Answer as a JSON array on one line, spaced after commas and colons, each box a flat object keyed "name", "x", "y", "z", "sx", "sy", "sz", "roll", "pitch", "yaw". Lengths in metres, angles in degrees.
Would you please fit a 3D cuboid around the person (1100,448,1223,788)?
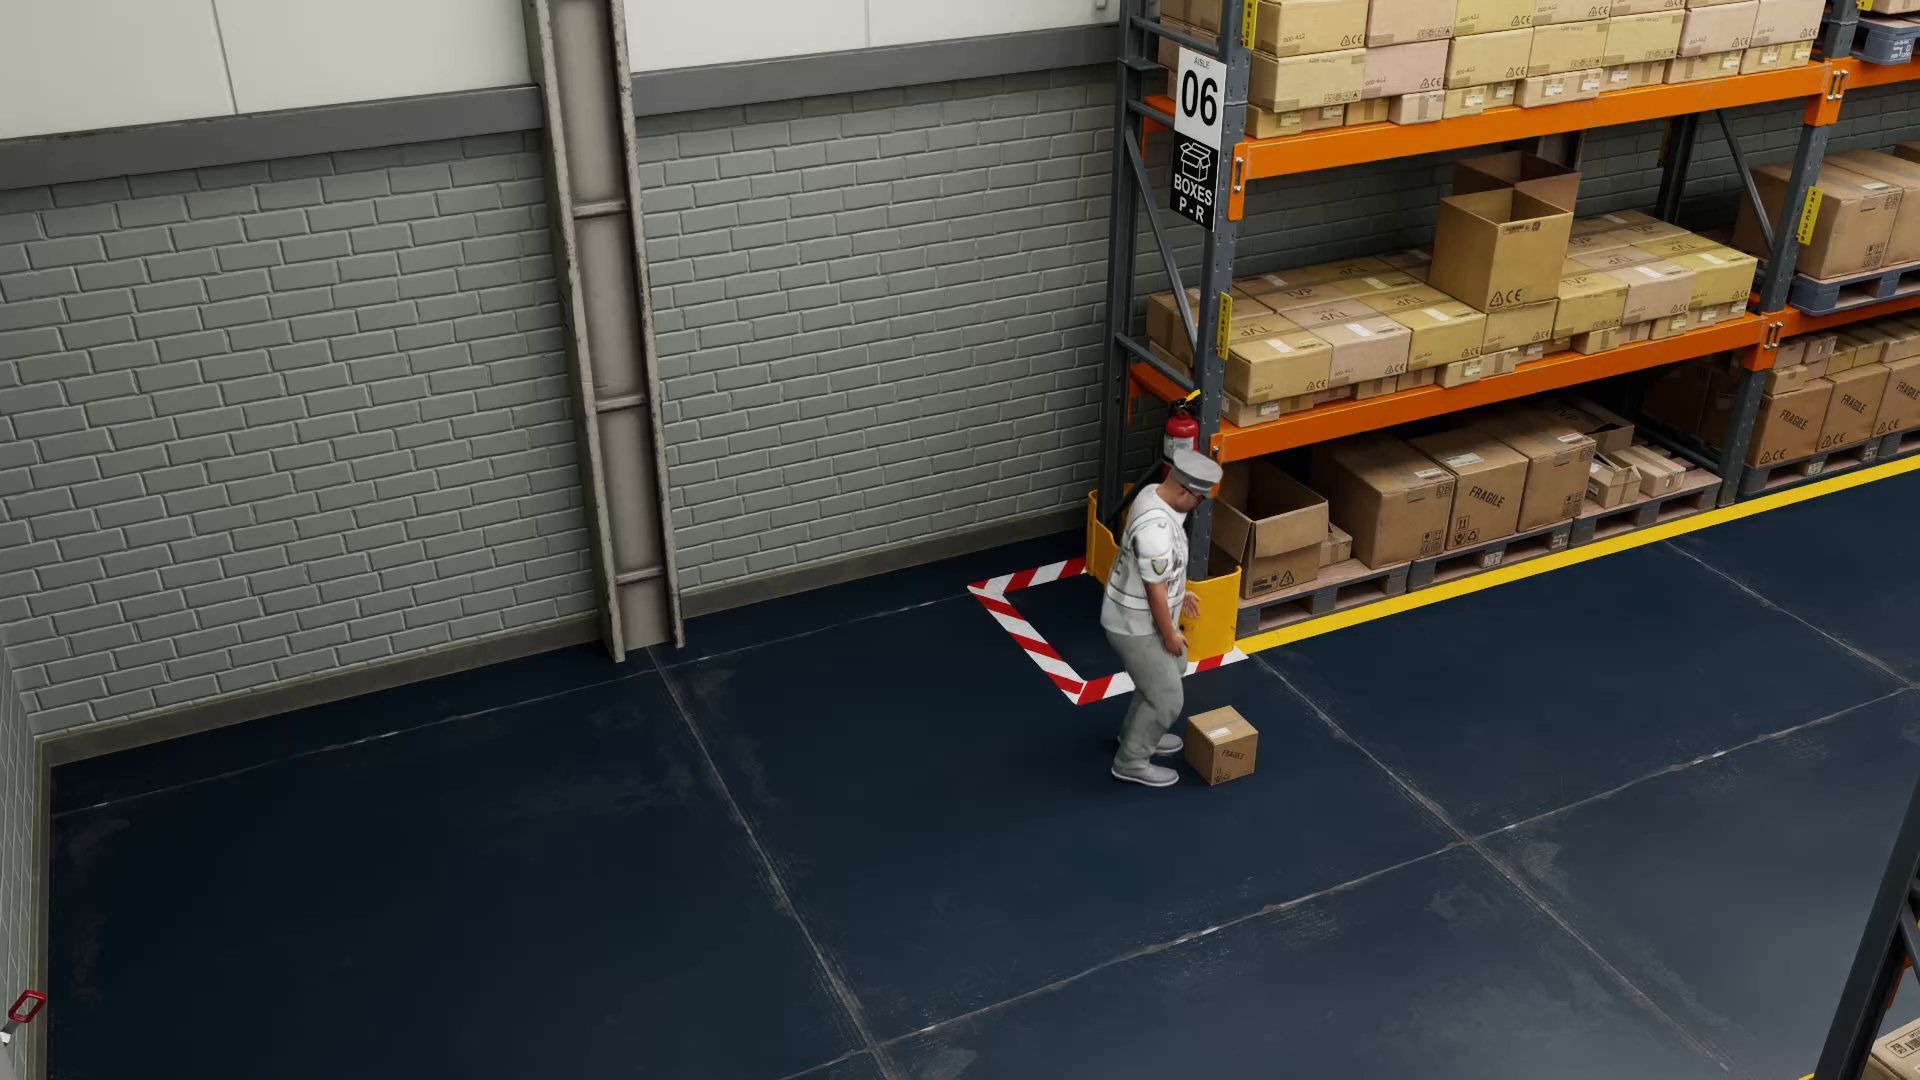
[{"name": "person", "x": 0.928, "y": 0.354, "z": 7.891, "sx": 0.517, "sy": 1.690, "sz": 0.561, "roll": 5, "pitch": 30, "yaw": 8}]
